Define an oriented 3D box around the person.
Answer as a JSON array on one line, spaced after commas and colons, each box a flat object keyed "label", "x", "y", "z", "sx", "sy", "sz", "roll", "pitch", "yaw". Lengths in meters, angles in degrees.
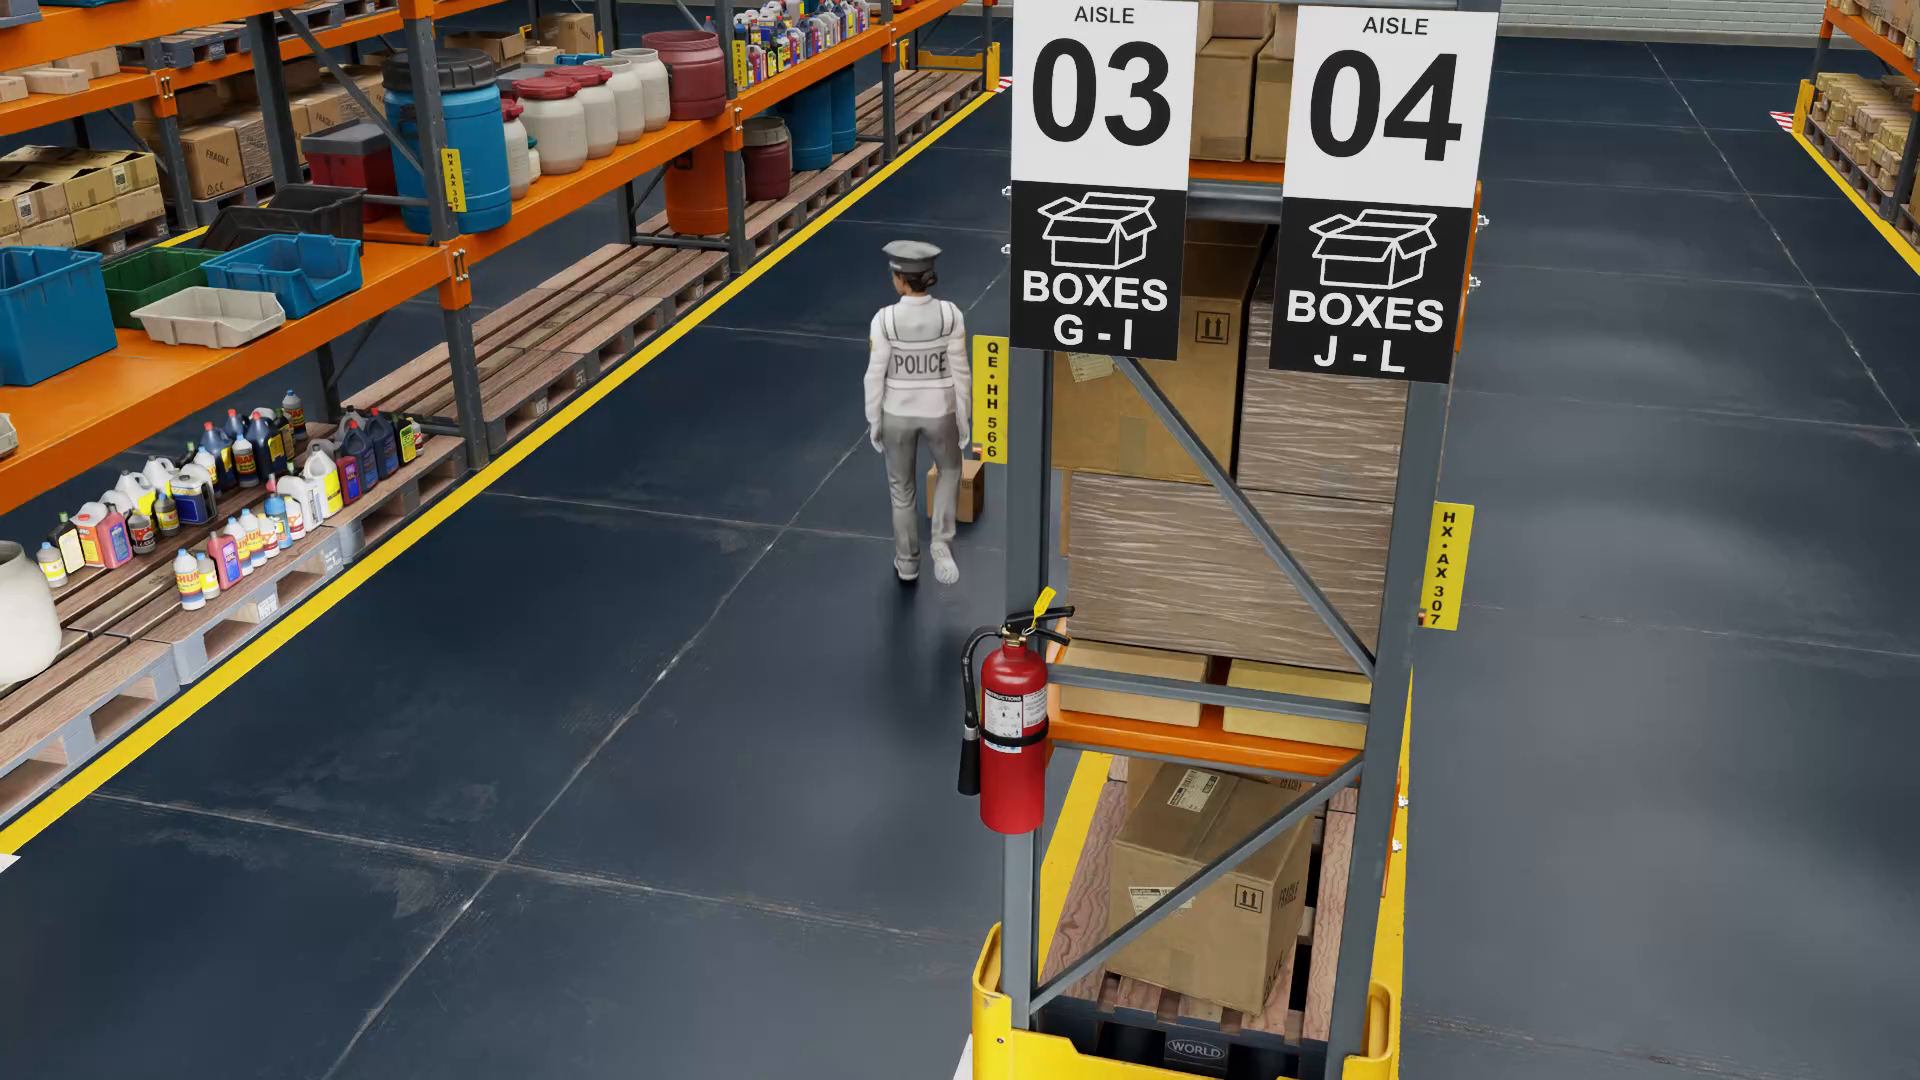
[{"label": "person", "x": -0.199, "y": -0.563, "z": 7.737, "sx": 0.498, "sy": 1.665, "sz": 0.488, "roll": -4, "pitch": 26, "yaw": -7}]
